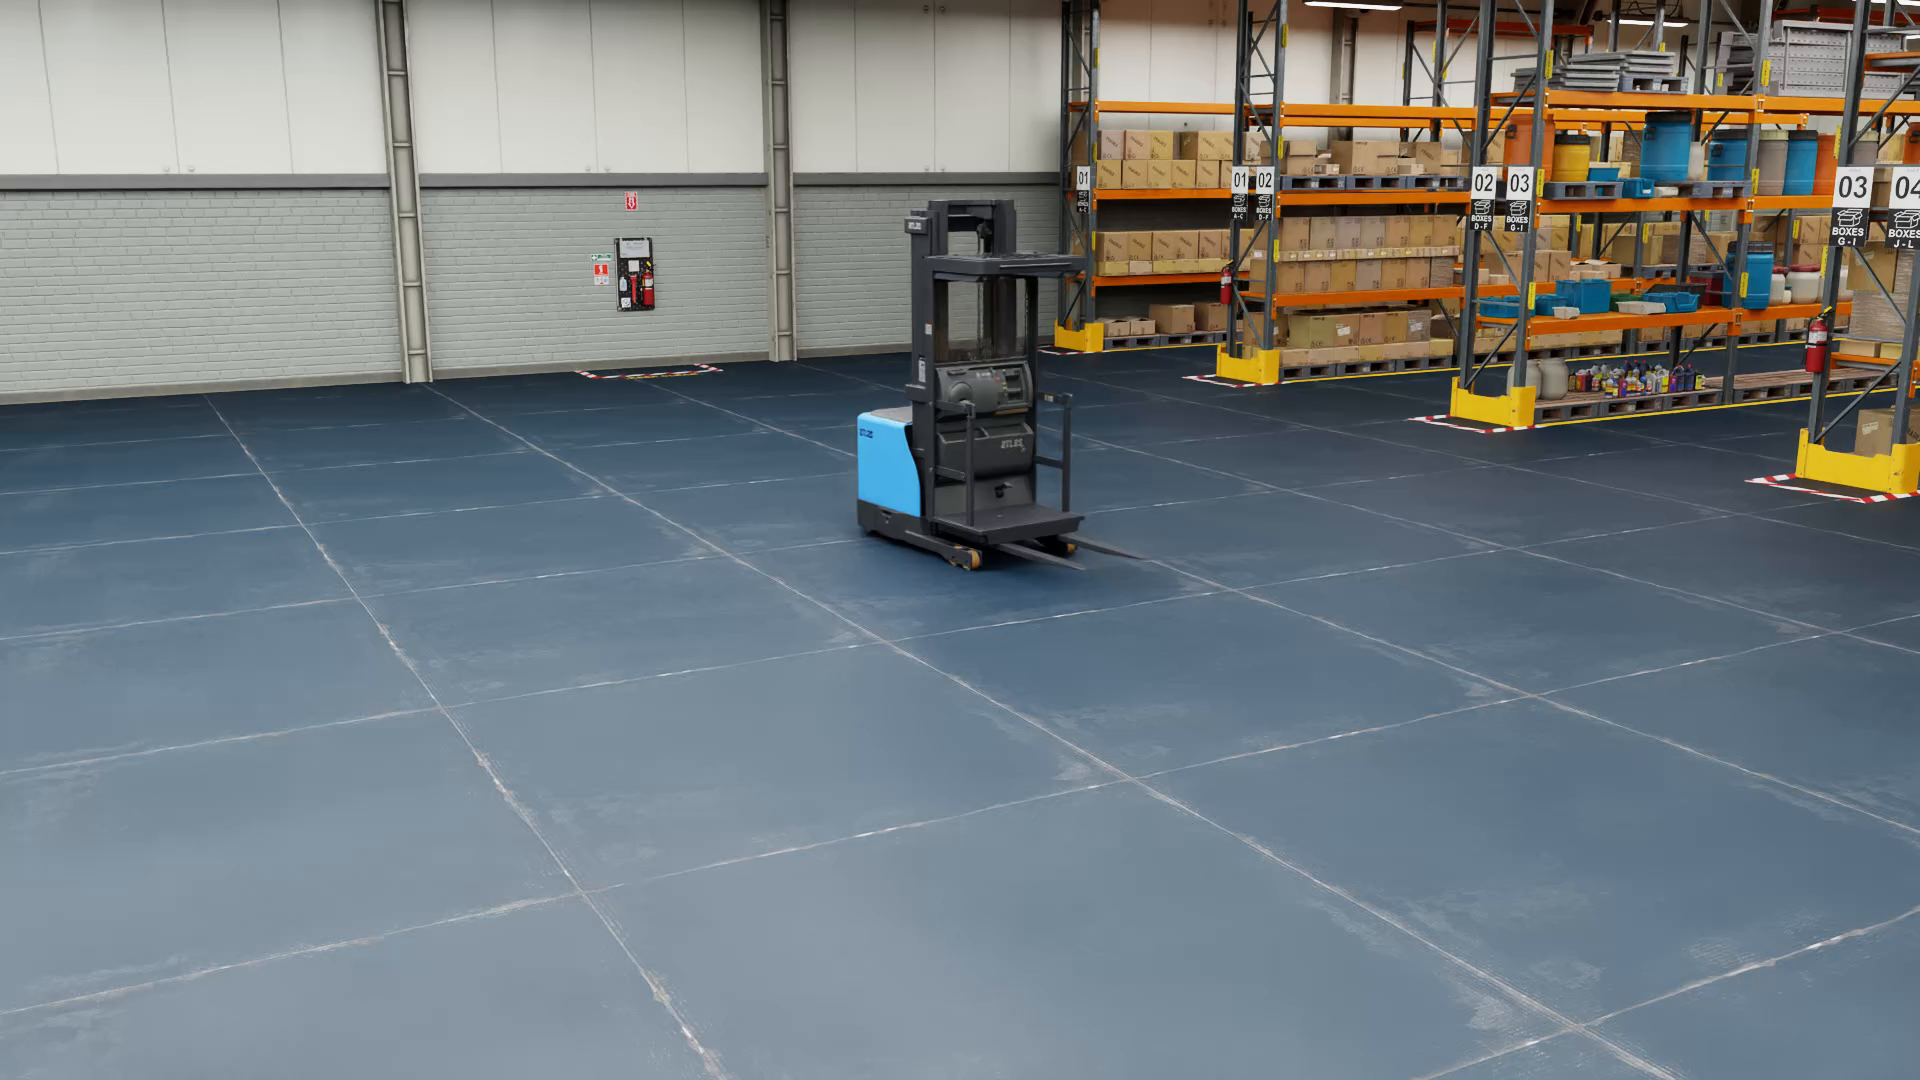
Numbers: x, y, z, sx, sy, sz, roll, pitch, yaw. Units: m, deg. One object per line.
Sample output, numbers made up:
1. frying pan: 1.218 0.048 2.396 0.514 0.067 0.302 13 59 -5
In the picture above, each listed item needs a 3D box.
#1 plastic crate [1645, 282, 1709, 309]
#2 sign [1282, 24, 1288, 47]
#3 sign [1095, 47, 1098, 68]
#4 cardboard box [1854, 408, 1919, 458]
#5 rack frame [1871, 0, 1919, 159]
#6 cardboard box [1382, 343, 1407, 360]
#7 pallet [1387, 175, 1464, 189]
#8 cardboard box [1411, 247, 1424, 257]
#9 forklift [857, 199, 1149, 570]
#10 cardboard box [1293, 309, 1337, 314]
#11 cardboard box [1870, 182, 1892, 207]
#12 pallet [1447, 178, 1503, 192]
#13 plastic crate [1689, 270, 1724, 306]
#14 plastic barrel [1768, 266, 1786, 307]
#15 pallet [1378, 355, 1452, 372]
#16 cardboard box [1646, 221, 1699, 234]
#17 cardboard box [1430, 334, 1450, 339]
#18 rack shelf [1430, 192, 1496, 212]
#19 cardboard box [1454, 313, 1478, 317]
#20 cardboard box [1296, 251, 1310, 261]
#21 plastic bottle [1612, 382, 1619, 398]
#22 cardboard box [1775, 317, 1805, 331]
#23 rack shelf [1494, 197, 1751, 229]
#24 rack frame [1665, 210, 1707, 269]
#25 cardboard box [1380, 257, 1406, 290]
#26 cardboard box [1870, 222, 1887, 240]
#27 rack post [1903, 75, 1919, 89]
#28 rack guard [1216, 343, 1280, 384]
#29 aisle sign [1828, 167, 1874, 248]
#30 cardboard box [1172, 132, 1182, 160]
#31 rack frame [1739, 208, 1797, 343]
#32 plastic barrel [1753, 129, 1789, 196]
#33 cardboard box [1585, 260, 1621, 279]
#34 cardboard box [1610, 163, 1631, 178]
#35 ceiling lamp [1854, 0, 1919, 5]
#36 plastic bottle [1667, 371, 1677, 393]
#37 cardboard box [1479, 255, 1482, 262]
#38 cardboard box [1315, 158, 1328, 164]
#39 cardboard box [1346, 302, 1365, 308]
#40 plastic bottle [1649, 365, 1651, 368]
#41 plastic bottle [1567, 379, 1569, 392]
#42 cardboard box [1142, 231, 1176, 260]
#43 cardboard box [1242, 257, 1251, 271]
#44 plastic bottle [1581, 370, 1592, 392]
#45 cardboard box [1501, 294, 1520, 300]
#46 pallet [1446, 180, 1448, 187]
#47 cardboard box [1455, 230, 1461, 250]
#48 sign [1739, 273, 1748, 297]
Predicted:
1. plastic crate: 9.804 -3.353 22.817 0.504 0.338 0.767 -7 14 -28
2. sign: 4.704 -7.300 24.063 0.005 0.325 0.100 -7 14 -28
3. sign: 2.326 -8.219 28.325 0.005 0.325 0.100 -7 14 -28
4. cardboard box: 9.743 -1.086 17.341 0.500 0.500 0.500 -4 13 -17
5. rack frame: 13.835 -6.761 24.157 0.127 3.000 1.000 -7 14 -28
6. cardboard box: 6.777 -3.035 26.570 0.500 0.250 0.500 -7 14 -28
7. pallet: 7.218 -5.694 26.449 1.213 0.211 1.003 -7 14 -28
8. cardboard box: 7.142 -4.583 26.435 0.250 0.149 0.380 -7 14 -28
9. forklift: 0.334 -1.302 13.721 1.130 2.935 3.031 -9 15 -34
10. cardboard box: 5.642 -3.399 26.479 0.500 0.500 0.500 -7 14 -28
11. cardboard box: 9.488 -3.528 16.965 0.500 0.250 0.500 -6 14 -27
12. pallet: 8.722 -5.834 27.305 1.217 0.209 0.805 -8 15 -30
13. plastic crate: 10.603 -3.555 23.427 0.583 0.464 0.402 -7 14 -28
14. plastic barrel: 11.269 -3.538 23.191 0.433 0.535 0.433 0 13 0
15. pallet: 7.236 -2.933 27.160 1.213 0.211 1.003 -7 14 -28
16. cardboard box: 15.667 -6.676 36.759 0.700 0.700 0.980 -6 14 -25
17. cardboard box: 8.179 -3.332 27.887 0.500 0.250 0.500 -7 14 -28
18. rack shelf: 9.710 -5.692 27.874 4.000 0.370 1.077 -7 14 -28
19. cardboard box: 8.626 -3.660 28.067 0.500 0.311 0.500 -6 14 -26
20. cardboard box: 5.121 -4.341 25.362 0.250 0.149 0.380 -7 15 -29
21. plastic bottle: 8.645 -1.984 21.964 0.097 0.201 0.097 0 13 0
22. cardboard box: 15.448 -4.116 31.187 0.500 0.311 0.500 -7 14 -28
23. rack shelf: 8.569 -4.316 21.761 4.000 0.370 1.077 -7 14 -28
24. rack frame: 16.110 -6.585 37.039 0.127 3.000 1.000 -7 14 -28
25. cardboard box: 6.666 -4.261 26.482 0.500 0.500 0.700 -7 14 -27
26. cardboard box: 17.332 -5.959 31.751 0.500 0.500 0.500 -6 14 -26
27. rack post: 14.452 -6.809 24.539 0.937 0.300 0.954 -7 14 -28
28. rack guard: 4.422 -2.726 25.583 0.348 0.500 1.175 -7 14 -28
29. aisle sign: 8.988 -3.358 16.777 0.004 0.787 0.394 -7 14 -28
30. cardboard box: 3.682 -7.166 30.238 0.500 0.500 0.500 -7 14 -28
31. rack frame: 14.976 -5.210 30.929 0.127 3.000 1.000 -7 14 -28
32. plastic barrel: 11.241 -5.286 23.291 0.600 0.901 0.600 0 13 0
33. cardboard box: 11.125 -4.716 28.936 0.500 0.311 0.500 -6 14 -24
34. cardboard box: 11.094 -6.326 28.440 0.500 0.250 0.500 -8 15 -32
35. ceiling lamp: 15.414 -8.891 27.485 1.941 0.041 0.237 -7 14 -28
36. plastic bottle: 9.606 -2.135 22.447 0.133 0.283 0.061 -6 14 -24
37. cardboard box: 10.373 -5.737 33.794 0.250 0.149 0.380 -6 14 -27
38. cardboard box: 5.328 -5.783 25.709 0.500 0.250 0.500 -7 14 -28
39. cardboard box: 7.551 -4.564 32.747 0.500 0.500 0.700 -7 14 -28
40. plastic bottle: 9.564 -2.311 23.249 0.135 0.276 0.152 -6 14 -26
41. plastic bottle: 8.215 -2.120 22.569 0.097 0.201 0.097 0 13 0
42. cardboard box: 3.525 -5.300 29.916 0.500 0.500 0.500 -7 15 -30
43. cardboard box: 5.307 -5.151 30.963 0.500 0.250 0.500 -7 14 -28
44. plastic bottle: 8.501 -2.161 22.564 0.133 0.283 0.061 -7 14 -28
45. cardboard box: 11.312 -5.133 34.526 0.750 0.750 0.750 -6 14 -26
46. pallet: 9.628 -7.193 33.337 1.003 0.211 1.213 -6 14 -25
47. cardboard box: 9.637 -5.949 33.262 0.500 0.500 0.500 -6 14 -26
48. sign: 10.578 -3.442 22.439 0.005 0.325 0.100 -7 14 -28
